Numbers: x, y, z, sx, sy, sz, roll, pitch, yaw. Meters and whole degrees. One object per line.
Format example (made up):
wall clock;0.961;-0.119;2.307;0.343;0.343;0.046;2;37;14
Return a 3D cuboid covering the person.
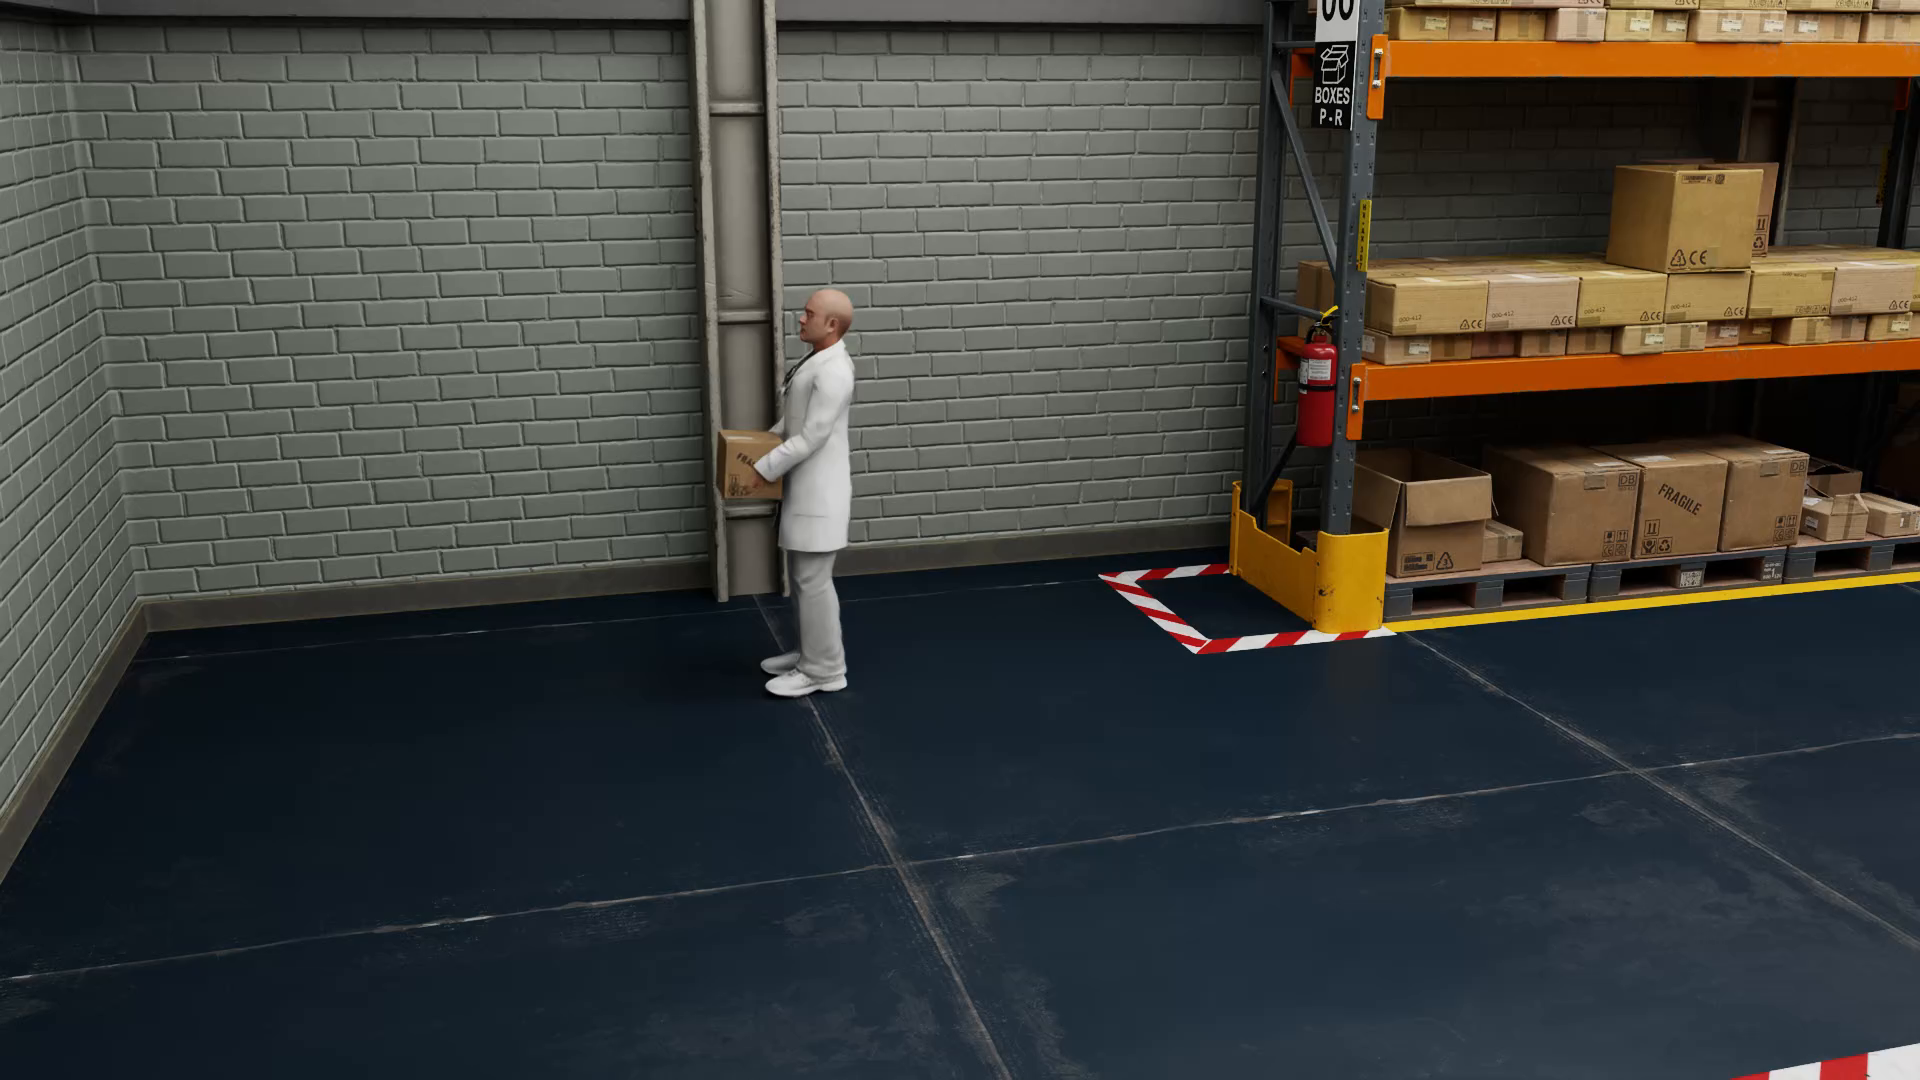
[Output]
person;-0.724;-0.206;7.283;0.553;1.778;0.538;-2;16;-9
